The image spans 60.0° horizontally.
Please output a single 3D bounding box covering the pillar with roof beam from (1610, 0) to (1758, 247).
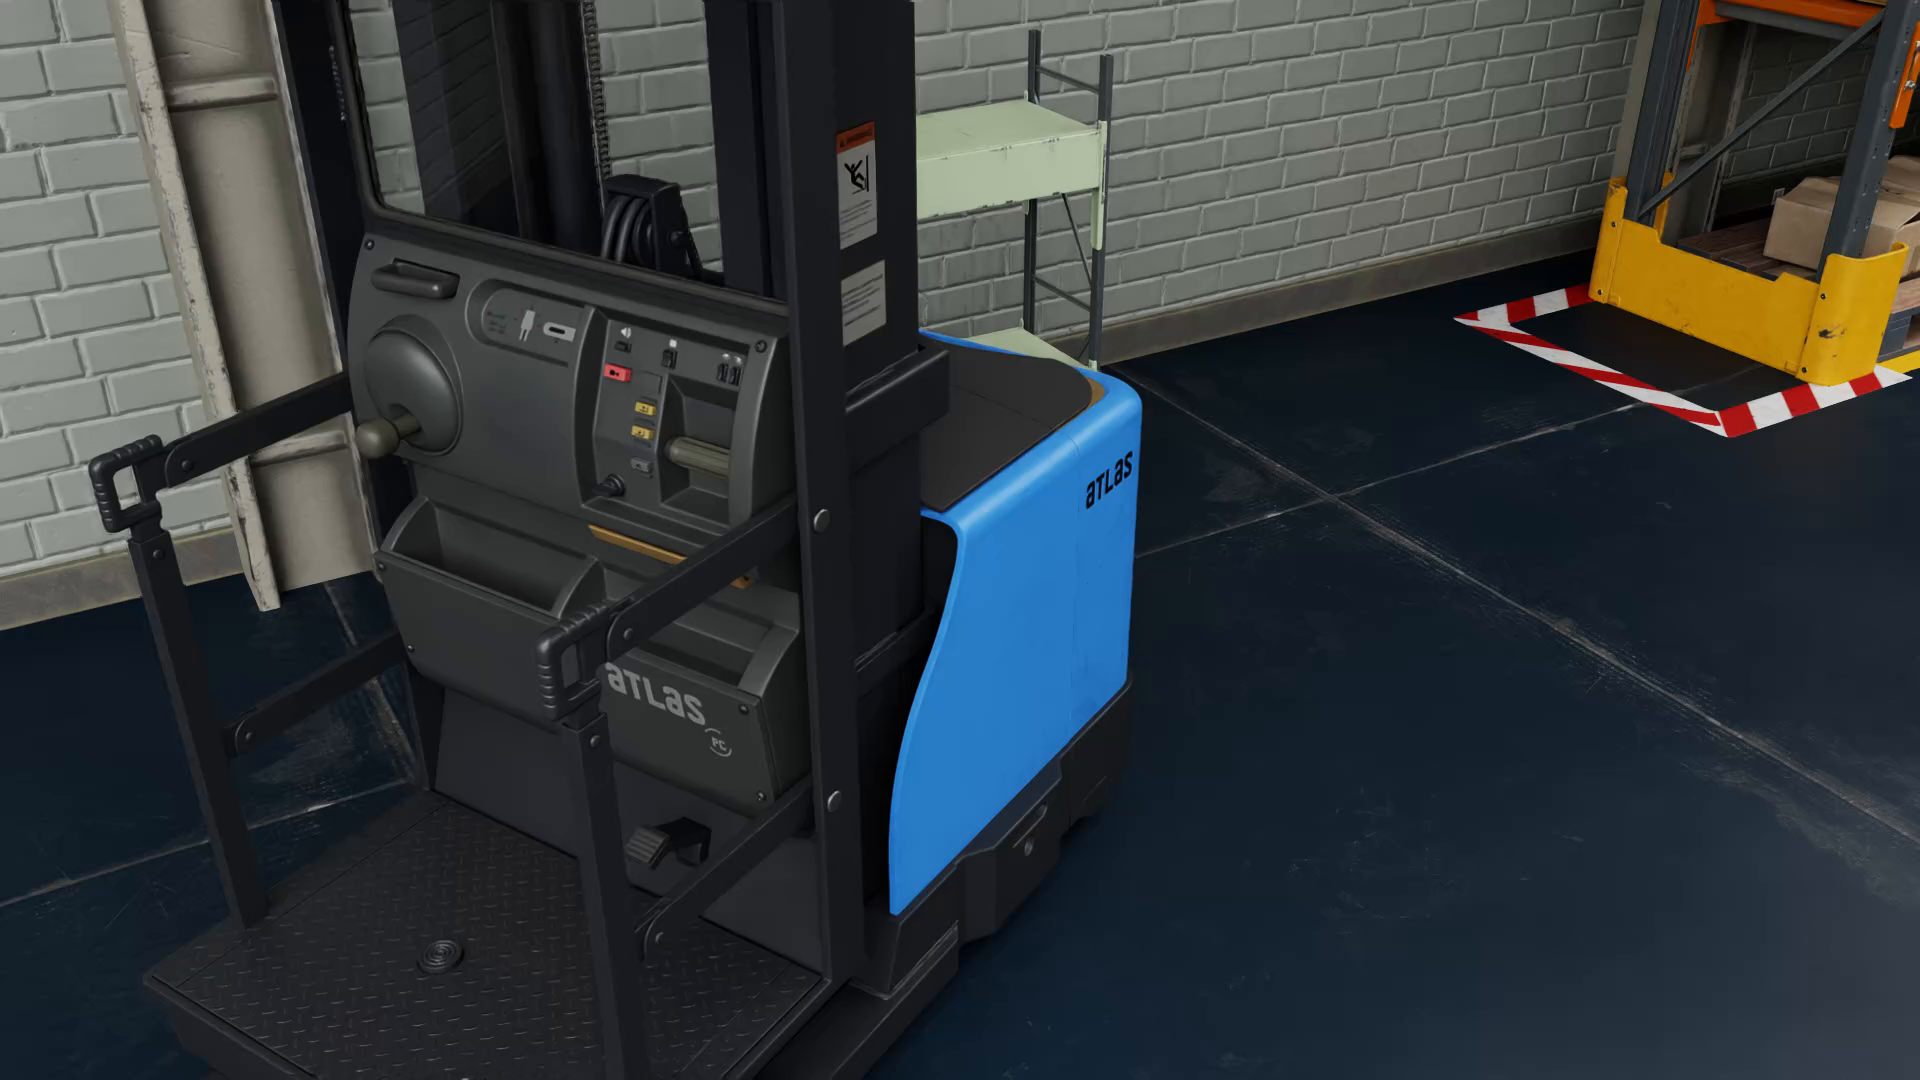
[{"bbox_3d":[5.401,-3.517,2.309,0.400,9.000,9.100,-16,33,-26],"label":"pillar with roof beam"}]

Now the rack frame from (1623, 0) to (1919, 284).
[{"bbox_3d":[3.055,-2.152,6.045,0.127,3.000,1.000,-16,33,-26],"label":"rack frame"}]

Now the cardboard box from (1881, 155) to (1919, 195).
[{"bbox_3d":[4.189,-1.439,7.080,0.500,0.311,0.500,-13,31,-22],"label":"cardboard box"}]

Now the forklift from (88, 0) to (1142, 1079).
[{"bbox_3d":[-0.799,-0.219,2.614,1.130,2.935,3.031,17,33,28],"label":"forklift"}]

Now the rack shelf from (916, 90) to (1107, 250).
[{"bbox_3d":[-0.006,-0.997,4.696,0.720,0.370,0.431,-16,33,-26],"label":"rack shelf"}]

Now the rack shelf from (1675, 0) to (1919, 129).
[{"bbox_3d":[4.780,-2.327,7.106,4.000,0.370,1.077,-16,33,-26],"label":"rack shelf"}]

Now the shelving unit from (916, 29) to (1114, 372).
[{"bbox_3d":[-0.006,-0.655,4.885,0.755,1.500,0.431,-16,33,-26],"label":"shelving unit"}]

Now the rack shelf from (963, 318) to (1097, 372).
[{"bbox_3d":[-0.006,-0.370,5.042,0.720,0.370,0.431,-16,33,-26],"label":"rack shelf"}]

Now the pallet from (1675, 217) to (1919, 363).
[{"bbox_3d":[3.839,-1.134,7.086,1.213,0.211,1.003,-16,33,-26],"label":"pallet"}]

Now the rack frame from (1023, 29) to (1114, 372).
[{"bbox_3d":[0.310,-0.745,5.047,0.023,1.500,0.400,-16,33,-26],"label":"rack frame"}]

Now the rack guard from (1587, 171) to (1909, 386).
[{"bbox_3d":[3.121,-1.076,6.683,0.348,0.500,1.175,-16,33,-26],"label":"rack guard"}]

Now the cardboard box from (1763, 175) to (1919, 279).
[{"bbox_3d":[3.697,-1.299,6.827,0.500,0.311,0.500,-20,35,-32],"label":"cardboard box"}]

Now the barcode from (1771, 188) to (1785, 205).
[{"bbox_3d":[3.510,-1.474,7.135,0.075,0.075,0.001,-16,33,-26],"label":"barcode"}]
